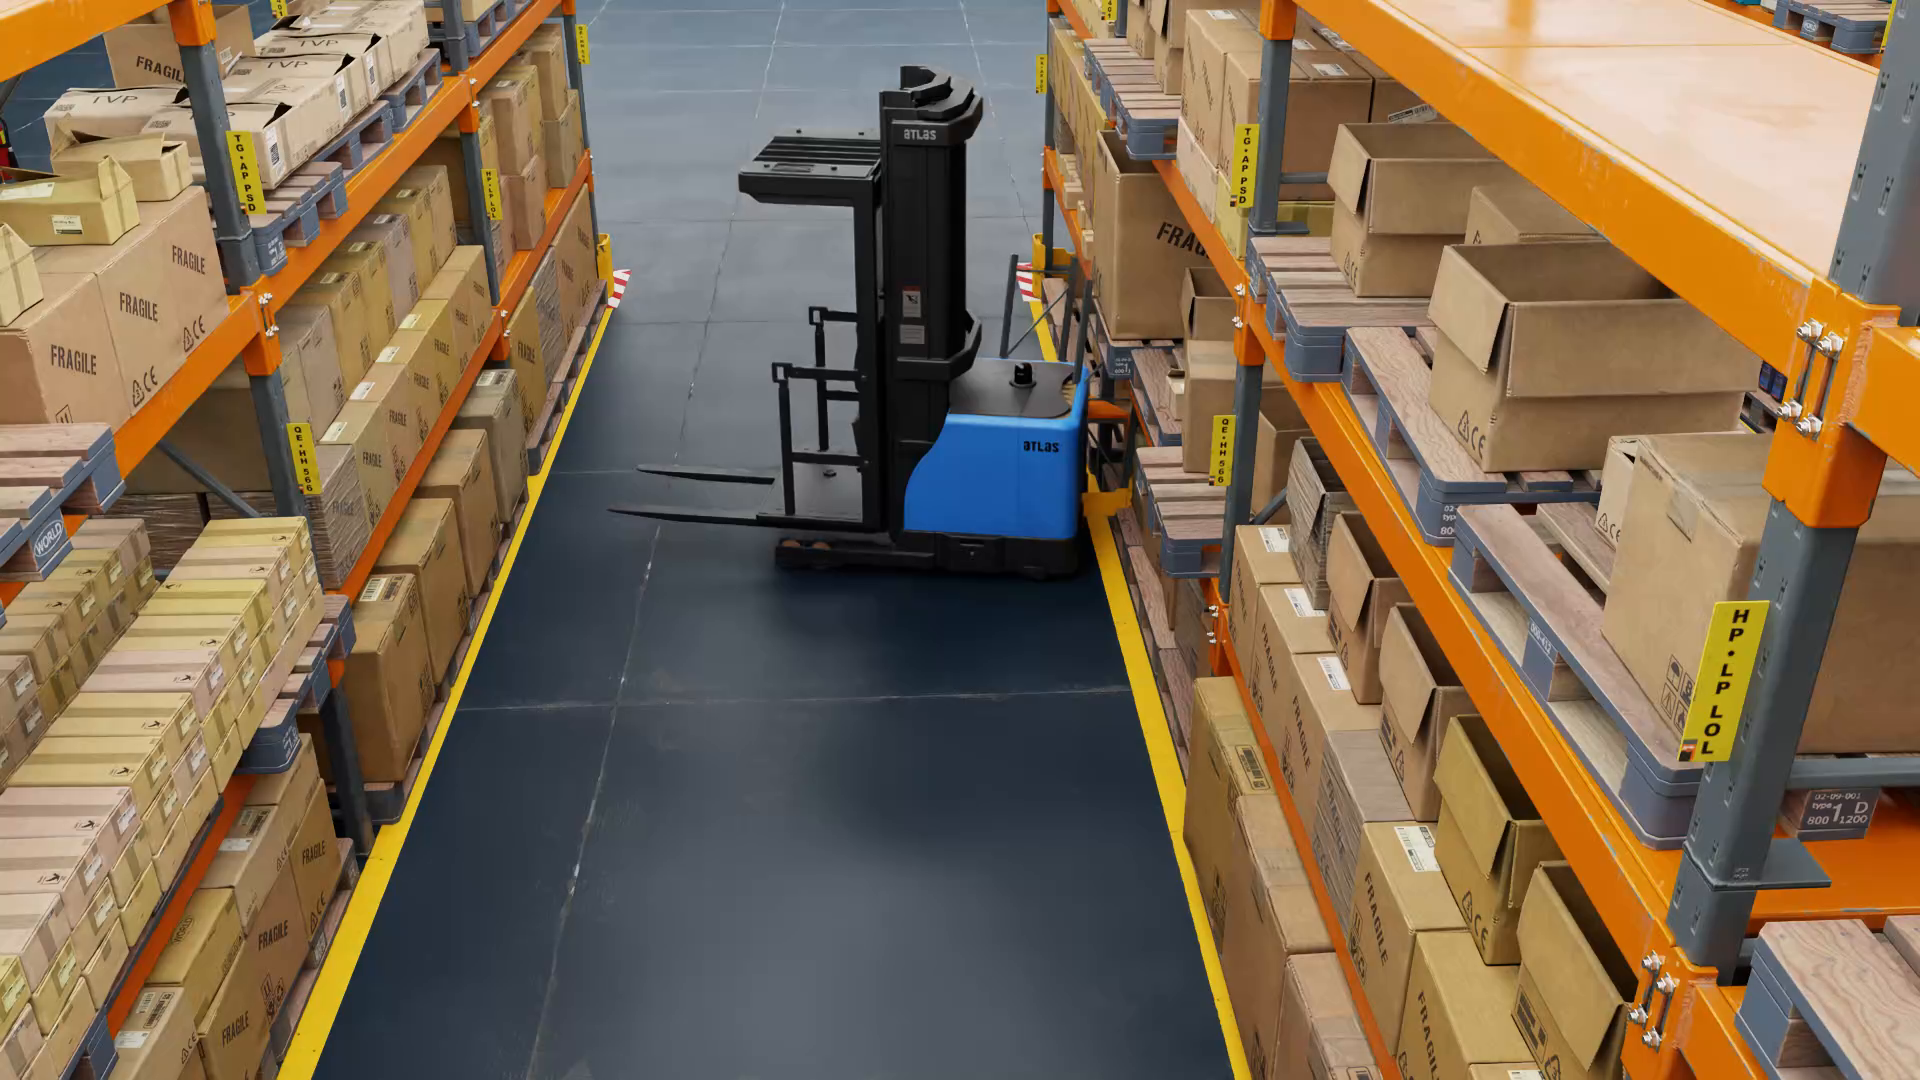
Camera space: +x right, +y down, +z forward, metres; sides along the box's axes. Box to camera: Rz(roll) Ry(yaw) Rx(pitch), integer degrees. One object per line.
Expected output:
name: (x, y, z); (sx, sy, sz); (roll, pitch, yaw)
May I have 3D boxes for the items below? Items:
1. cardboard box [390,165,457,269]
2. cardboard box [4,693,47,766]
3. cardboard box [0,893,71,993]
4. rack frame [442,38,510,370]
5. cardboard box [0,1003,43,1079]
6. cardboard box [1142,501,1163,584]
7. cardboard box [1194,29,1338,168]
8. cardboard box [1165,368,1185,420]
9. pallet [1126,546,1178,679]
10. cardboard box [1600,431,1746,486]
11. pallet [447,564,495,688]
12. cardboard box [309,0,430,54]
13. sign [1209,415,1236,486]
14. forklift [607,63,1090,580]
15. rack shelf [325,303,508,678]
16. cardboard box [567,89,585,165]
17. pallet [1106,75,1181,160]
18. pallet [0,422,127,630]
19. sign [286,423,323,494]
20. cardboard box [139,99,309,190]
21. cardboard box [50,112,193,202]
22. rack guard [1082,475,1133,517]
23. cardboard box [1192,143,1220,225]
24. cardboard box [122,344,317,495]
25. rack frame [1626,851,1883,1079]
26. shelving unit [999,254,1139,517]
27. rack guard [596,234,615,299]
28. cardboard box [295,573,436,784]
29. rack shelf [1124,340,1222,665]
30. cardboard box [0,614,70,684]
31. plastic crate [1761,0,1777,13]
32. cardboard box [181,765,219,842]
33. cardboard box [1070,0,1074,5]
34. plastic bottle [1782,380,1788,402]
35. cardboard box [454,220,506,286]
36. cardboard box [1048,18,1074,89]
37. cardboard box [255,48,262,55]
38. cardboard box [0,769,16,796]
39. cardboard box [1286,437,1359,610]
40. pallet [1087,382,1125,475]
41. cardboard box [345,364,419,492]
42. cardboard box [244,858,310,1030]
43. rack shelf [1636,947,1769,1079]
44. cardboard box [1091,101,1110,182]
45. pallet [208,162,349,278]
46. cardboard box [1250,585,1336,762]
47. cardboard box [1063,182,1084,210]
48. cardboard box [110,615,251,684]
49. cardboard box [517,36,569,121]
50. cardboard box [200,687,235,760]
cardboard box: (-3.477, -1.950, 10.055); (0.700, 0.500, 0.500); (-2, 28, -4)
cardboard box: (-3.416, 0.657, 5.742); (0.380, 0.149, 0.250); (-1, 28, -3)
cardboard box: (-2.694, 1.109, 4.554); (0.380, 0.149, 0.250); (-2, 28, -3)
rack frame: (-3.508, -1.691, 10.749); (1.000, 3.000, 0.127); (-1, 28, -3)
cardboard box: (-2.681, 1.365, 4.386); (0.380, 0.149, 0.250); (-1, 28, -1)
cardboard box: (1.496, -0.088, 9.902); (0.700, 0.500, 0.500); (-4, 28, -7)
cardboard box: (1.347, -1.964, 7.379); (0.500, 0.500, 0.500); (-1, 28, -3)
cardboard box: (1.302, -0.807, 8.745); (0.396, 0.266, 0.258); (-2, 28, -4)
pallet: (1.559, 0.396, 9.762); (1.003, 0.211, 1.213); (-1, 28, -3)
cardboard box: (1.940, -0.166, 4.398); (0.380, 0.149, 0.250); (-2, 28, -5)
pallet: (-3.326, 0.464, 9.631); (1.003, 0.211, 1.213); (-1, 28, -3)
cardboard box: (-3.312, -2.863, 9.352); (0.500, 0.250, 0.500); (-1, 28, -2)
sign: (1.117, -0.378, 7.065); (0.100, 0.325, 0.005); (-1, 28, -3)
forklift: (-0.718, -1.353, 10.175); (3.031, 2.935, 1.130); (4, 28, 7)
rack shelf: (-3.404, -0.449, 9.145); (1.077, 0.370, 4.000); (-1, 28, -3)
cardboard box: (-3.653, -3.435, 13.930); (0.875, 0.550, 0.550); (-1, 28, -3)
pallet: (1.433, -2.245, 8.769); (1.213, 0.211, 1.003); (-1, 28, -3)
pallet: (-3.074, -0.010, 4.485); (1.213, 0.211, 1.003); (-1, 28, -3)
sign: (-2.758, -0.340, 6.991); (0.100, 0.325, 0.005); (-1, 28, -3)
cardboard box: (-3.118, -1.705, 7.065); (0.500, 0.311, 0.500); (-1, 28, -3)
cardboard box: (-3.019, -1.377, 5.967); (0.396, 0.266, 0.258); (-1, 28, -3)
rack guard: (0.849, -0.281, 10.613); (0.587, 0.250, 0.087); (-2, 18, -26)
cardboard box: (1.350, -1.623, 7.537); (0.500, 0.250, 0.500); (-1, 28, -3)
cardboard box: (-3.313, -0.539, 7.351); (0.700, 0.500, 0.500); (-2, 28, -3)
rack frame: (1.868, 1.930, 3.806); (1.000, 3.000, 0.127); (-1, 28, -3)
shelving unit: (0.705, -1.026, 10.865); (0.587, 1.500, 1.083); (-2, 18, -26)
rack guard: (-3.719, -2.441, 14.890); (1.175, 0.500, 0.348); (-1, 28, -3)
cardboard box: (-3.242, 0.684, 8.174); (1.050, 0.750, 0.750); (-2, 28, -3)
rack shelf: (1.554, -0.522, 9.285); (1.077, 0.370, 4.000); (-1, 28, -3)
cardboard box: (-3.431, 0.395, 5.923); (0.380, 0.149, 0.250); (-3, 28, -5)
plastic crate: (5.909, -3.829, 11.888); (0.243, 0.136, 0.396); (-1, 28, -3)
cardboard box: (-2.753, 0.890, 5.617); (0.380, 0.149, 0.250); (-1, 28, -1)
cardboard box: (1.063, -4.179, 12.438); (0.500, 0.250, 0.500); (-1, 28, -3)
plastic bottle: (6.042, -1.089, 12.056); (0.061, 0.283, 0.133); (0, 28, 0)
cardboard box: (-3.540, -1.928, 11.041); (0.875, 0.550, 0.550); (-1, 28, -3)
cardboard box: (0.998, -3.971, 13.608); (0.500, 0.500, 0.500); (-1, 28, -3)
cardboard box: (-3.695, -2.487, 8.740); (0.380, 0.149, 0.250); (-1, 28, -3)
cardboard box: (-3.407, 0.905, 5.589); (0.380, 0.149, 0.250); (-1, 28, -2)
cardboard box: (1.681, -0.068, 6.444); (0.797, 0.503, 0.637); (0, 28, -1)
pallet: (1.380, -0.837, 12.127); (1.003, 0.211, 1.213); (-1, 28, -3)
cardboard box: (-3.109, -0.570, 8.491); (0.500, 0.500, 0.500); (-1, 28, -3)
cardboard box: (-2.981, 1.616, 6.658); (0.500, 0.500, 0.500); (0, 28, -1)
rack shelf: (1.972, 1.843, 1.508); (1.077, 0.370, 4.000); (-1, 28, -3)
cardboard box: (1.152, -2.585, 10.952); (0.500, 0.500, 0.500); (-1, 28, -3)
pallet: (-3.386, -1.386, 7.125); (1.213, 0.211, 1.003); (0, 28, 0)
cardboard box: (1.442, 0.508, 6.425); (0.500, 0.500, 0.500); (-2, 28, -4)
cardboard box: (0.999, -2.668, 12.893); (0.380, 0.149, 0.250); (-1, 28, -3)
cardboard box: (-2.774, 0.393, 5.927); (0.380, 0.149, 0.250); (-1, 28, -1)
cardboard box: (-3.616, -3.660, 13.193); (0.875, 0.550, 0.550); (-1, 28, -3)
cardboard box: (-2.764, 0.642, 5.772); (0.380, 0.149, 0.250); (-2, 28, -3)
